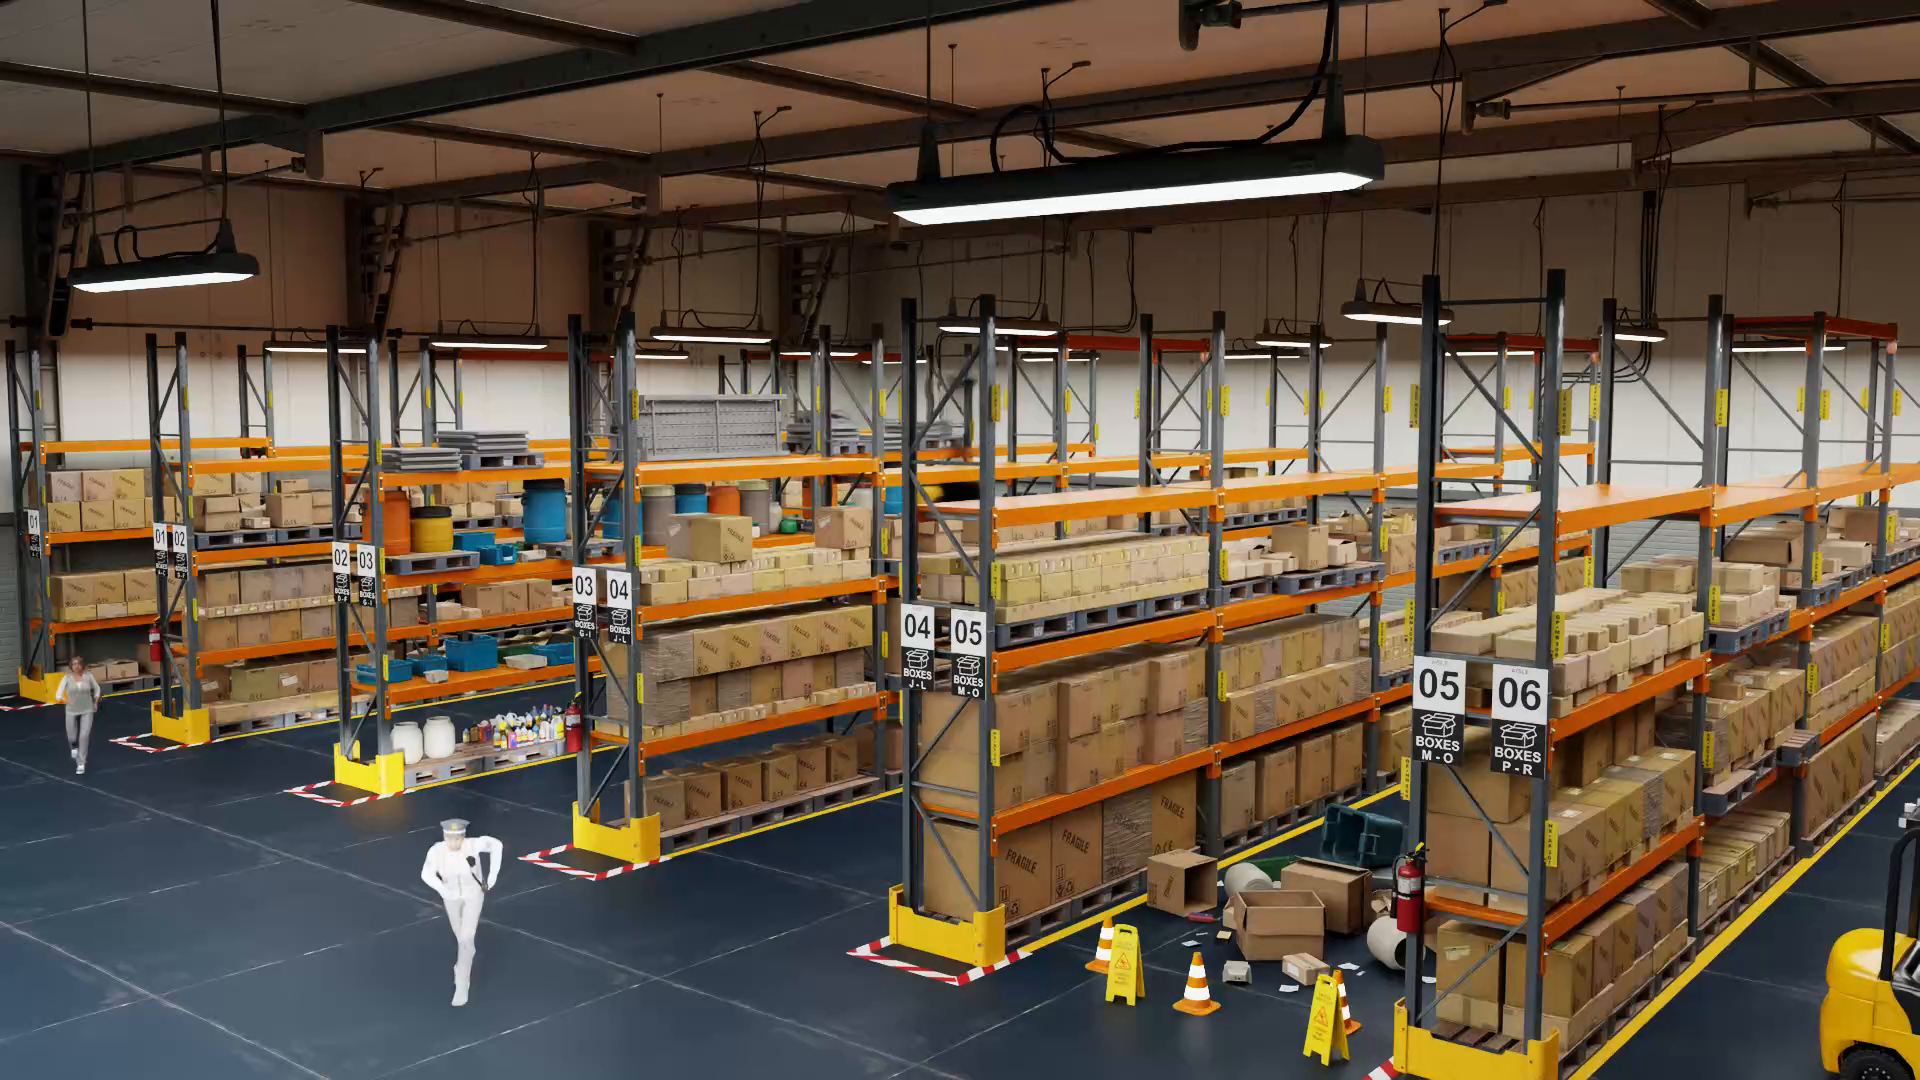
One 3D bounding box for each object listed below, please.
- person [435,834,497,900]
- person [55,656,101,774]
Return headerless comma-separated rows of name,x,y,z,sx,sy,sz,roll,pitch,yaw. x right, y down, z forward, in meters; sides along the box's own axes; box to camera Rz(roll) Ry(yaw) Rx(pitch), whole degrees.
person,-4.198,2.701,14.132,0.493,0.736,0.562,-1,5,-9
person,-11.954,2.397,22.573,0.552,1.475,0.663,-3,6,-30
